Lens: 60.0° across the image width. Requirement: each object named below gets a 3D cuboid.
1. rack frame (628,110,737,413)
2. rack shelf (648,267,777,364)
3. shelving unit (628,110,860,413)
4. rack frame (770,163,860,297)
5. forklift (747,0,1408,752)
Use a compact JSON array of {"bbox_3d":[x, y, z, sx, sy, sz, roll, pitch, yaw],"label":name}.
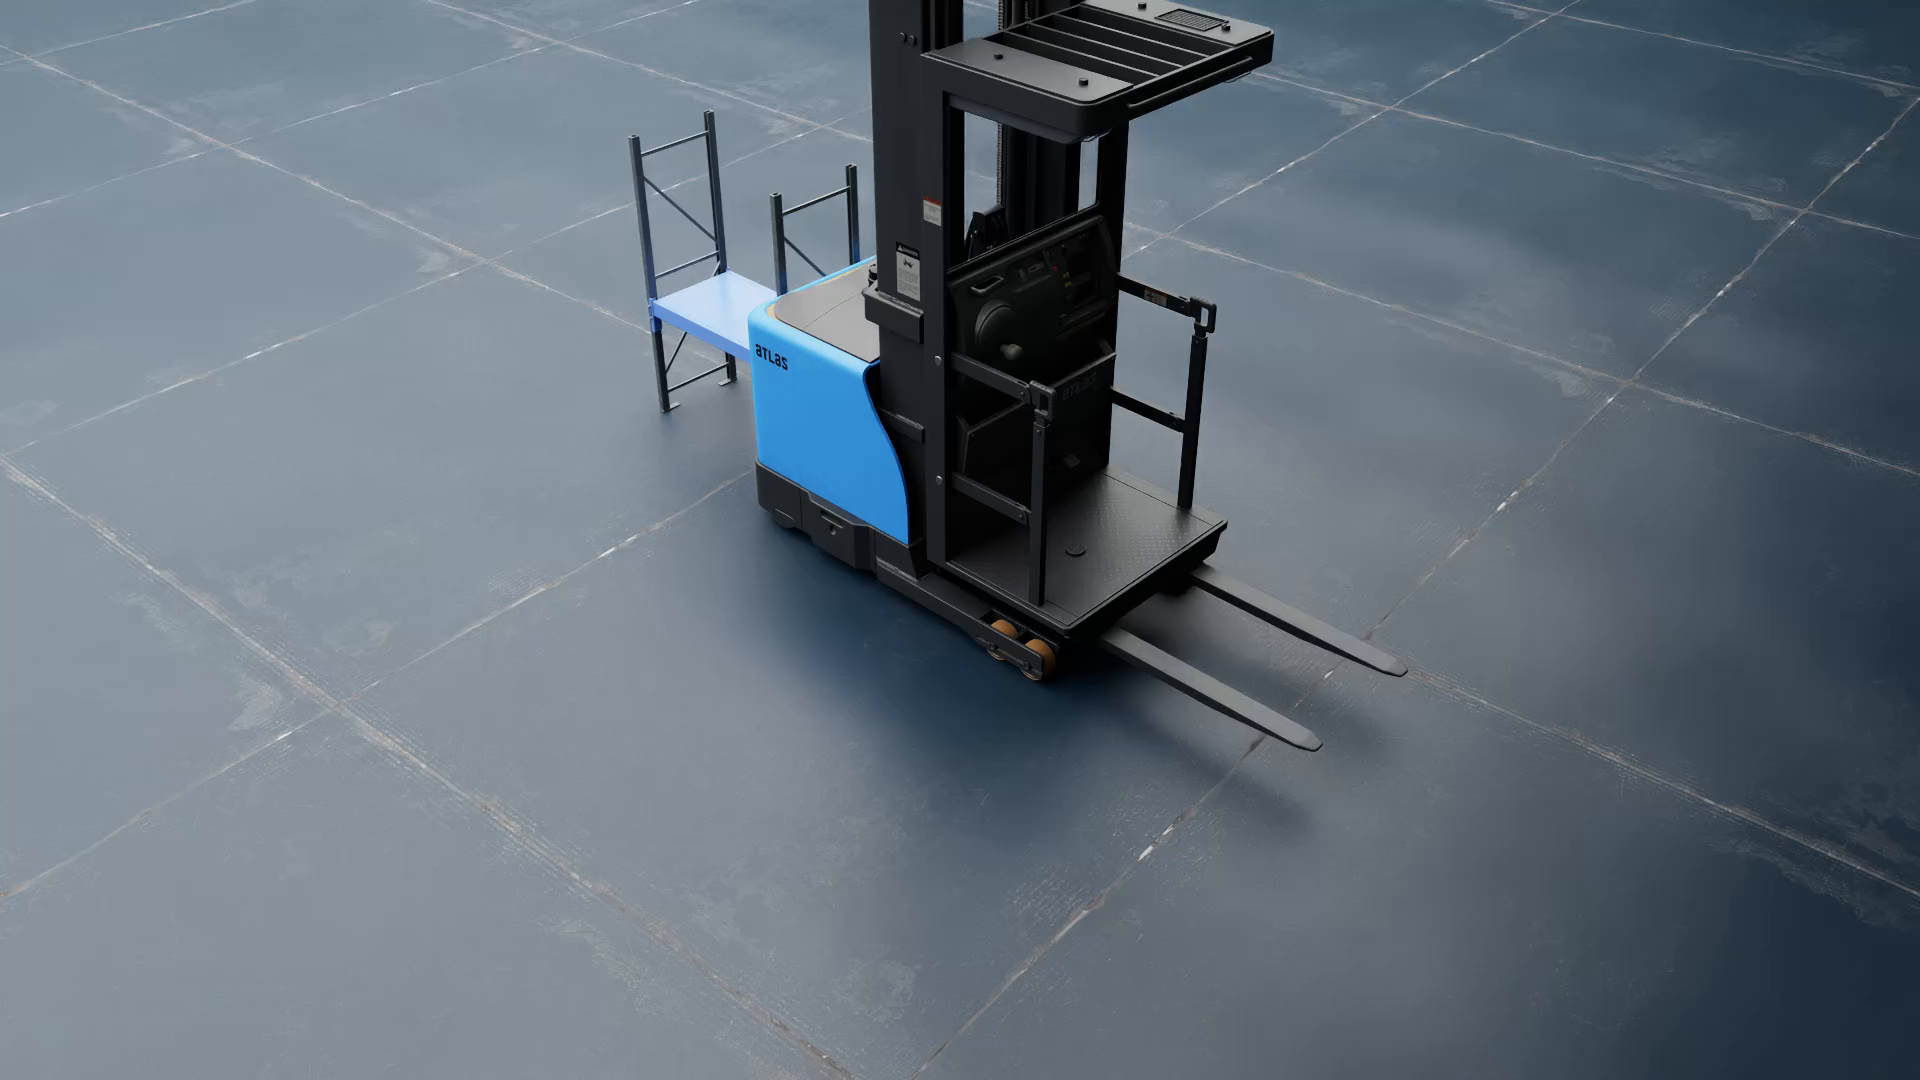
[{"bbox_3d":[-1.392,-1.394,8.455,0.032,1.500,0.500,28,43,35],"label":"rack frame"},{"bbox_3d":[-1.024,-1.047,8.268,1.000,0.185,0.538,28,43,35],"label":"rack shelf"},{"bbox_3d":[-1.024,-1.196,8.166,1.048,1.500,0.538,28,43,35],"label":"shelving unit"},{"bbox_3d":[-0.655,-0.997,7.878,0.032,1.500,0.500,28,43,35],"label":"rack frame"},{"bbox_3d":[0.457,-0.962,6.562,3.031,2.935,1.130,28,43,35],"label":"forklift"}]
